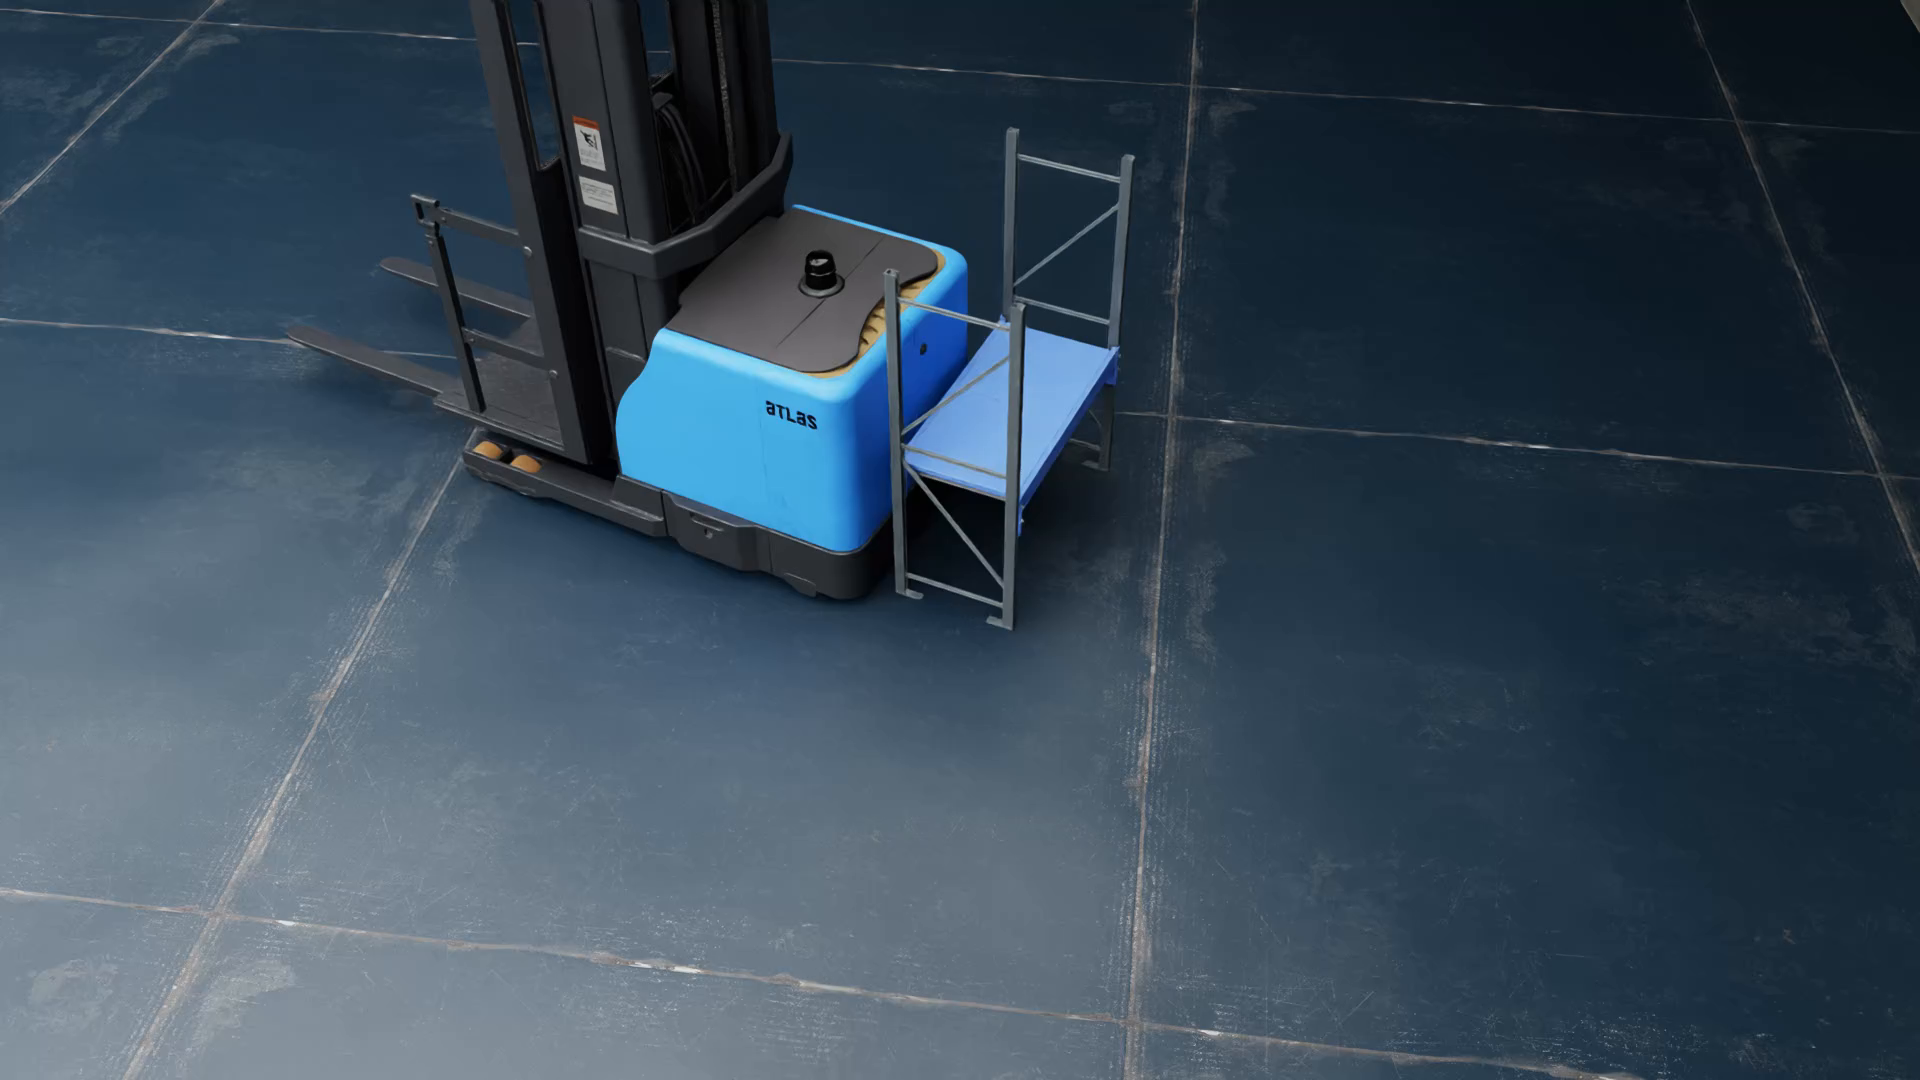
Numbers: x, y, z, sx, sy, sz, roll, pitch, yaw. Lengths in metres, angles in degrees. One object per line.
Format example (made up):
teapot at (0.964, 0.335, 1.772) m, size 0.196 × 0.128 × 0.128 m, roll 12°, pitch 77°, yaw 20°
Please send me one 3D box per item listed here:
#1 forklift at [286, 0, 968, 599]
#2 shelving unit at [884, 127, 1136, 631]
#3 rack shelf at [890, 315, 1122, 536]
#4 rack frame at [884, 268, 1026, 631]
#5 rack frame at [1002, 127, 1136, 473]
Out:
forklift at (-1.504, -1.554, 6.259) m, size 3.031 × 2.935 × 1.130 m, roll 19°, pitch 47°, yaw 19°
shelving unit at (0.193, -0.594, 6.287) m, size 0.538 × 1.500 × 1.048 m, roll 18°, pitch 46°, yaw 18°
rack shelf at (0.193, -0.464, 6.411) m, size 0.538 × 0.185 × 1.000 m, roll 18°, pitch 46°, yaw 18°
rack frame at (-0.020, -0.277, 5.951) m, size 0.500 × 1.500 × 0.032 m, roll 18°, pitch 46°, yaw 18°
rack frame at (0.405, -0.912, 6.622) m, size 0.500 × 1.500 × 0.032 m, roll 18°, pitch 46°, yaw 18°
